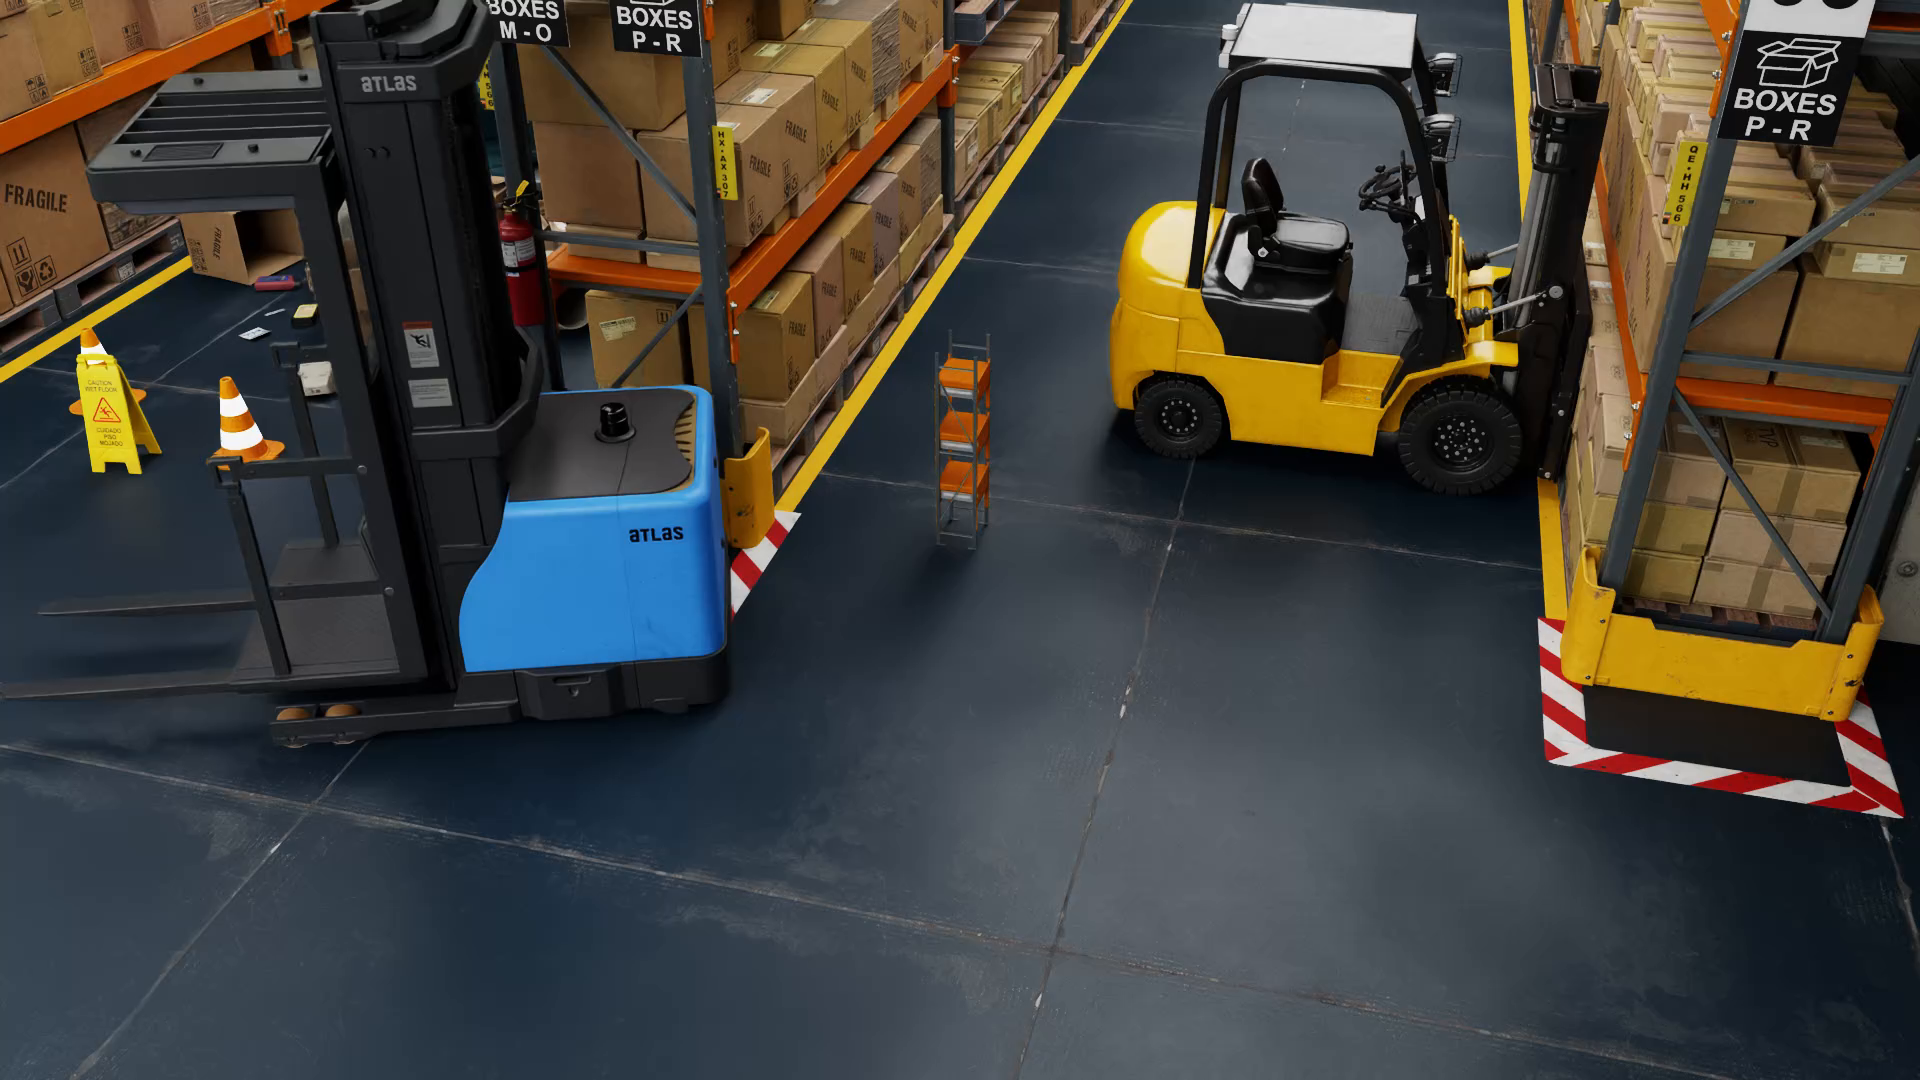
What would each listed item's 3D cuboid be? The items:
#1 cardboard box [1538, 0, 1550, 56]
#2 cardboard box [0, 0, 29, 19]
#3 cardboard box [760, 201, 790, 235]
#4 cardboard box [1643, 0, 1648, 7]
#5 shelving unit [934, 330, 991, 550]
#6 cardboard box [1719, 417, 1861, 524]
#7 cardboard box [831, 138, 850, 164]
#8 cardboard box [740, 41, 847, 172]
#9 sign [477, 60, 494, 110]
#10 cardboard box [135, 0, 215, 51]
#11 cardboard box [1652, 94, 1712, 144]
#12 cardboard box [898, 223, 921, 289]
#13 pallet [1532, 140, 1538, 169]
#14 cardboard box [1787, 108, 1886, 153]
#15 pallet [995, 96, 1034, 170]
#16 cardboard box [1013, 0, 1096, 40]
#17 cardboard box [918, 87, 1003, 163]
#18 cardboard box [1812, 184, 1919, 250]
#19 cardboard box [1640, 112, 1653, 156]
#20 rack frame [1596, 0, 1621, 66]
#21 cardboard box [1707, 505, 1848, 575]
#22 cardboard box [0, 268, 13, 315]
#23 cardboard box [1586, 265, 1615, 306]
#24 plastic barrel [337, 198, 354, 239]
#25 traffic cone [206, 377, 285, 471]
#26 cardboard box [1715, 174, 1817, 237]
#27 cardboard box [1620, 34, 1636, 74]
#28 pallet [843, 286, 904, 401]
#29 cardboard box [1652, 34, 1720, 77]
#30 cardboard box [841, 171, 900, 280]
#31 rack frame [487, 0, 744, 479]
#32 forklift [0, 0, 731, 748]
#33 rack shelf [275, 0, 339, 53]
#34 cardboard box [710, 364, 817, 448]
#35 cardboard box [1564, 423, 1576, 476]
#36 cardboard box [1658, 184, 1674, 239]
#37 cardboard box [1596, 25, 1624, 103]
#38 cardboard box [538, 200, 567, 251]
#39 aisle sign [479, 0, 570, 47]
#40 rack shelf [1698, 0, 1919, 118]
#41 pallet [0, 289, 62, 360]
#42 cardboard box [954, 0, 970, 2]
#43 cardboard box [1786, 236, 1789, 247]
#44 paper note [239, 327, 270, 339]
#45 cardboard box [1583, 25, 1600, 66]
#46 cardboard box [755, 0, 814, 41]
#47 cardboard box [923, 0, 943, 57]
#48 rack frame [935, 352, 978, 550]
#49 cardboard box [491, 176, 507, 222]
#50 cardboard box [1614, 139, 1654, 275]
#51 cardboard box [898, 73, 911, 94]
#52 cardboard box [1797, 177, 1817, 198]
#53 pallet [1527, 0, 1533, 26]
[{"bbox_3d":[5.320,-4.451,14.394,0.500,0.500,0.500,8,33,12],"label":"cardboard box"},{"bbox_3d":[-5.907,-3.242,9.407,0.875,0.550,0.550,8,33,12],"label":"cardboard box"},{"bbox_3d":[-1.066,-1.646,8.277,0.380,0.149,0.250,7,33,11],"label":"cardboard box"},{"bbox_3d":[3.939,-2.912,9.059,0.380,0.149,0.250,9,33,13],"label":"cardboard box"},{"bbox_3d":[0.014,-0.471,8.012,0.215,1.050,0.252,8,33,12],"label":"shelving unit"},{"bbox_3d":[3.558,-0.333,7.217,0.500,0.250,0.500,8,33,12],"label":"cardboard box"},{"bbox_3d":[-0.820,-2.188,9.130,0.380,0.149,0.250,7,33,11],"label":"cardboard box"},{"bbox_3d":[-0.904,-2.254,8.628,0.500,0.500,0.500,7,33,11],"label":"cardboard box"},{"bbox_3d":[-2.081,-2.052,7.308,0.100,0.325,0.005,8,33,12],"label":"sign"},{"bbox_3d":[-5.547,-3.623,11.013,0.875,0.550,0.550,8,33,12],"label":"cardboard box"},{"bbox_3d":[3.307,-1.867,7.416,0.380,0.149,0.250,9,33,14],"label":"cardboard box"},{"bbox_3d":[-0.549,-1.815,10.481,0.500,0.250,0.500,7,33,11],"label":"cardboard box"},{"bbox_3d":[4.725,-2.592,12.130,1.003,0.211,1.213,8,33,12],"label":"pallet"},{"bbox_3d":[3.817,-1.793,7.300,0.380,0.149,0.250,9,34,14],"label":"cardboard box"},{"bbox_3d":[-0.030,-3.282,13.216,1.003,0.211,1.213,8,33,12],"label":"pallet"},{"bbox_3d":[0.737,-5.123,15.102,0.875,0.875,0.875,8,33,12],"label":"cardboard box"},{"bbox_3d":[-0.224,-3.134,12.442,0.950,0.372,0.625,10,34,15],"label":"cardboard box"},{"bbox_3d":[3.545,-1.257,6.456,0.380,0.149,0.250,7,33,11],"label":"cardboard box"},{"bbox_3d":[3.372,-1.873,7.703,0.380,0.149,0.250,8,33,13],"label":"cardboard box"},{"bbox_3d":[4.268,-2.746,9.773,1.000,3.000,0.127,8,33,12],"label":"rack frame"},{"bbox_3d":[3.574,-0.114,7.338,0.500,0.250,0.500,9,33,13],"label":"cardboard box"},{"bbox_3d":[-6.254,-1.607,9.571,0.875,0.875,0.875,8,33,13],"label":"cardboard box"},{"bbox_3d":[3.447,-1.181,8.552,0.500,0.250,0.500,7,33,11],"label":"cardboard box"},{"bbox_3d":[-4.151,-2.156,11.247,0.421,0.421,0.512,-21,38,-29],"label":"plastic barrel"},{"bbox_3d":[-3.847,-0.647,8.836,0.336,0.463,0.334,8,33,12],"label":"traffic cone"},{"bbox_3d":[3.140,-1.326,6.565,0.380,0.149,0.250,8,33,12],"label":"cardboard box"},{"bbox_3d":[3.695,-2.541,8.753,0.380,0.149,0.250,9,33,13],"label":"cardboard box"},{"bbox_3d":[-0.978,-1.254,10.027,1.003,0.211,1.213,8,33,12],"label":"pallet"},{"bbox_3d":[3.650,-2.383,8.227,0.380,0.149,0.250,8,33,12],"label":"cardboard box"},{"bbox_3d":[-0.680,-1.880,9.884,0.500,0.500,0.500,10,34,15],"label":"cardboard box"},{"bbox_3d":[-1.549,-1.344,7.568,1.000,3.000,0.127,8,33,12],"label":"rack frame"},{"bbox_3d":[-2.534,-0.676,6.581,3.031,2.935,1.130,-4,33,-6],"label":"forklift"},{"bbox_3d":[-4.840,-4.775,13.636,1.077,0.370,4.000,8,33,12],"label":"rack shelf"},{"bbox_3d":[-1.077,-0.742,8.792,0.500,0.250,0.500,8,33,12],"label":"cardboard box"},{"bbox_3d":[3.338,-0.489,8.395,0.500,0.250,0.500,8,33,13],"label":"cardboard box"},{"bbox_3d":[3.106,-1.341,6.865,0.380,0.149,0.250,9,33,13],"label":"cardboard box"},{"bbox_3d":[3.903,-2.593,9.440,0.500,0.500,0.500,7,33,11],"label":"cardboard box"},{"bbox_3d":[-2.816,-2.135,11.361,0.258,0.266,0.396,-14,35,-21],"label":"cardboard box"},{"bbox_3d":[-1.845,-2.448,6.882,0.394,0.787,0.004,8,33,12],"label":"aisle sign"},{"bbox_3d":[3.761,-2.670,7.529,1.077,0.370,4.000,8,33,12],"label":"rack shelf"},{"bbox_3d":[-6.235,-1.214,9.963,1.003,0.211,1.213,8,33,12],"label":"pallet"},{"bbox_3d":[-0.088,-3.735,11.171,0.380,0.149,0.250,8,33,13],"label":"cardboard box"},{"bbox_3d":[3.758,-1.205,7.256,0.500,0.500,0.500,9,34,14],"label":"cardboard box"},{"bbox_3d":[-4.333,-1.273,10.225,0.144,0.017,0.142,20,38,29],"label":"paper note"},{"bbox_3d":[4.143,-2.980,10.281,0.500,0.250,0.500,9,33,13],"label":"cardboard box"},{"bbox_3d":[-1.204,-3.009,8.884,0.700,0.500,0.500,8,33,12],"label":"cardboard box"},{"bbox_3d":[-0.406,-3.323,10.311,0.500,0.500,0.500,7,33,11],"label":"cardboard box"},{"bbox_3d":[-0.017,-0.408,7.912,0.200,1.050,0.008,8,33,12],"label":"rack frame"},{"bbox_3d":[-3.323,-2.090,10.943,0.797,0.637,0.503,8,33,12],"label":"cardboard box"},{"bbox_3d":[3.395,-1.537,7.779,0.500,0.500,0.500,7,33,11],"label":"cardboard box"},{"bbox_3d":[-0.519,-2.850,10.172,0.380,0.149,0.250,8,33,13],"label":"cardboard box"},{"bbox_3d":[3.662,-1.394,6.949,0.380,0.149,0.250,7,33,12],"label":"cardboard box"},{"bbox_3d":[6.129,-5.293,16.380,1.003,0.211,1.213,8,33,12],"label":"pallet"}]
